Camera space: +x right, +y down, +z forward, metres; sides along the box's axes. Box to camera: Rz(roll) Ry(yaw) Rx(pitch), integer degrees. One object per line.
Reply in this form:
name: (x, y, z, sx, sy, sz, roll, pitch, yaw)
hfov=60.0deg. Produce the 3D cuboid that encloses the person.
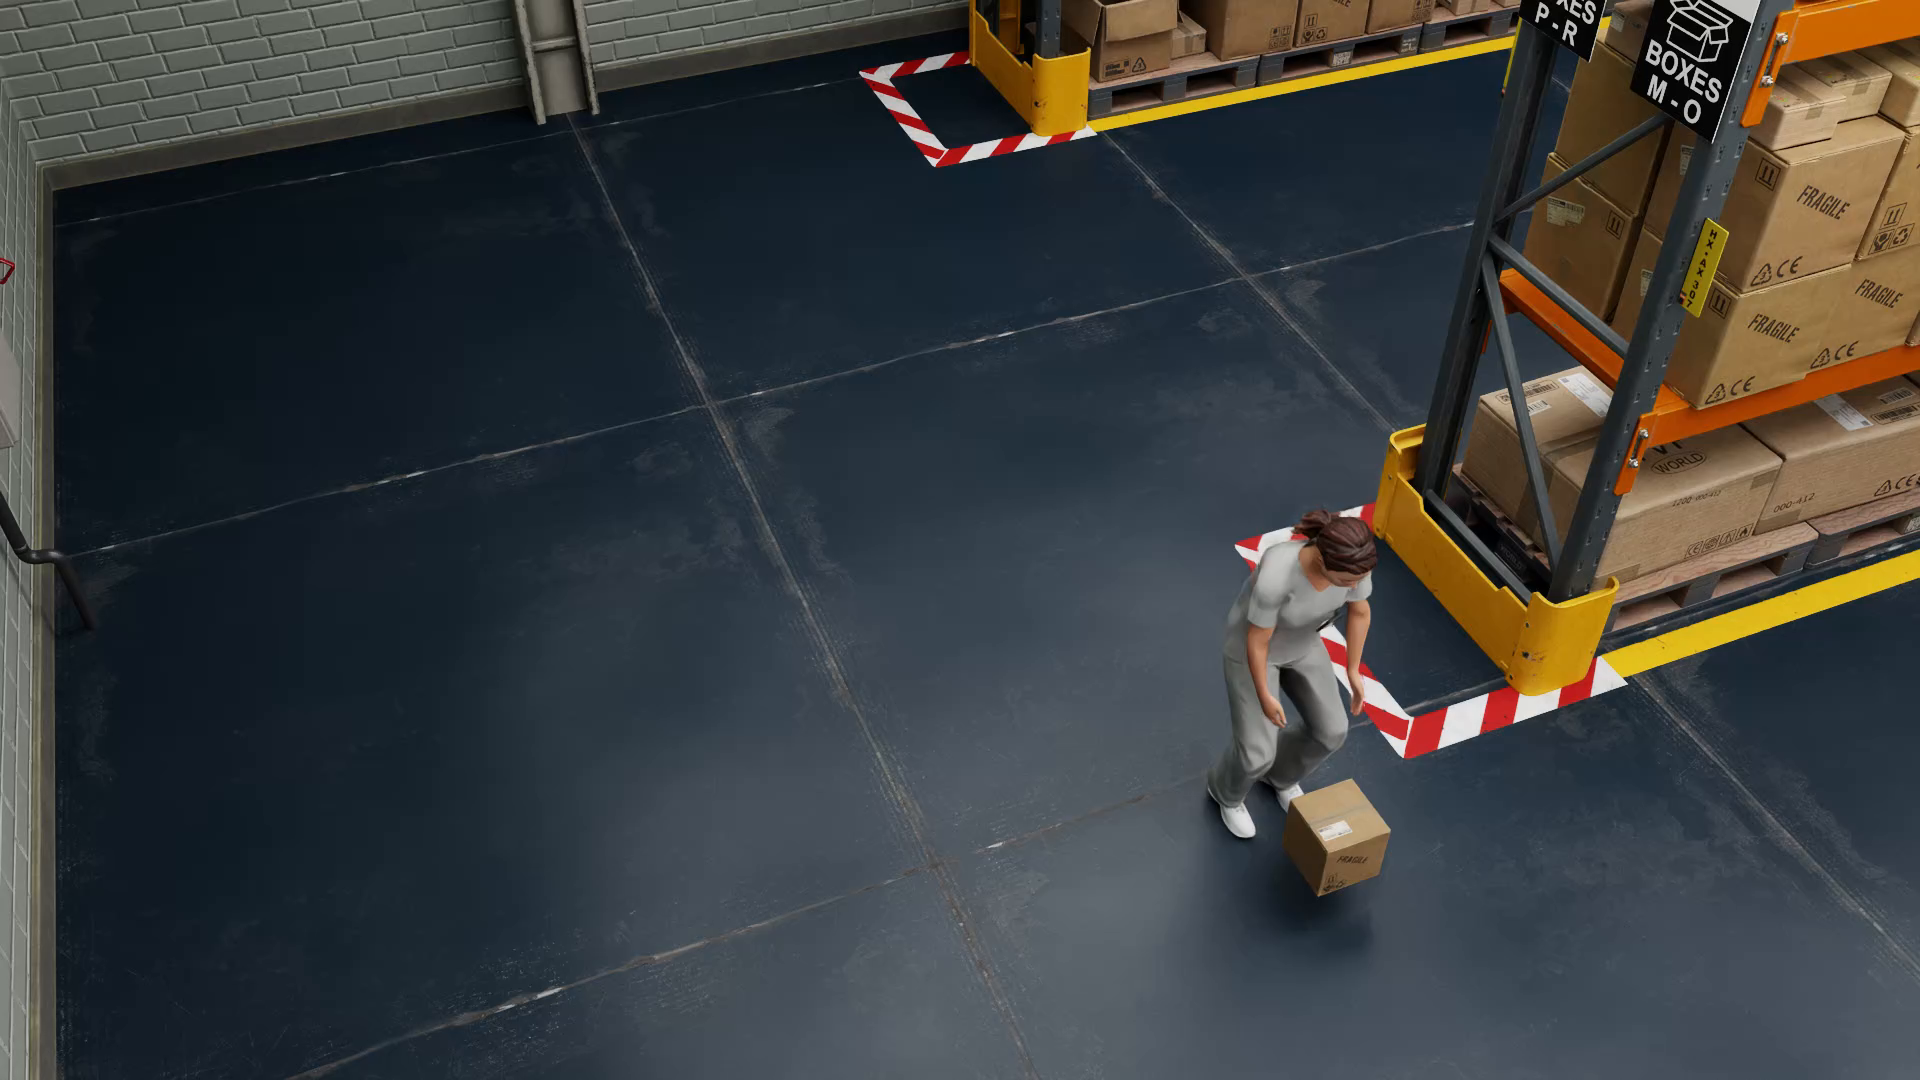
person: (1.166, 0.430, 5.792, 0.480, 1.536, 0.510, -15, 44, -16)
